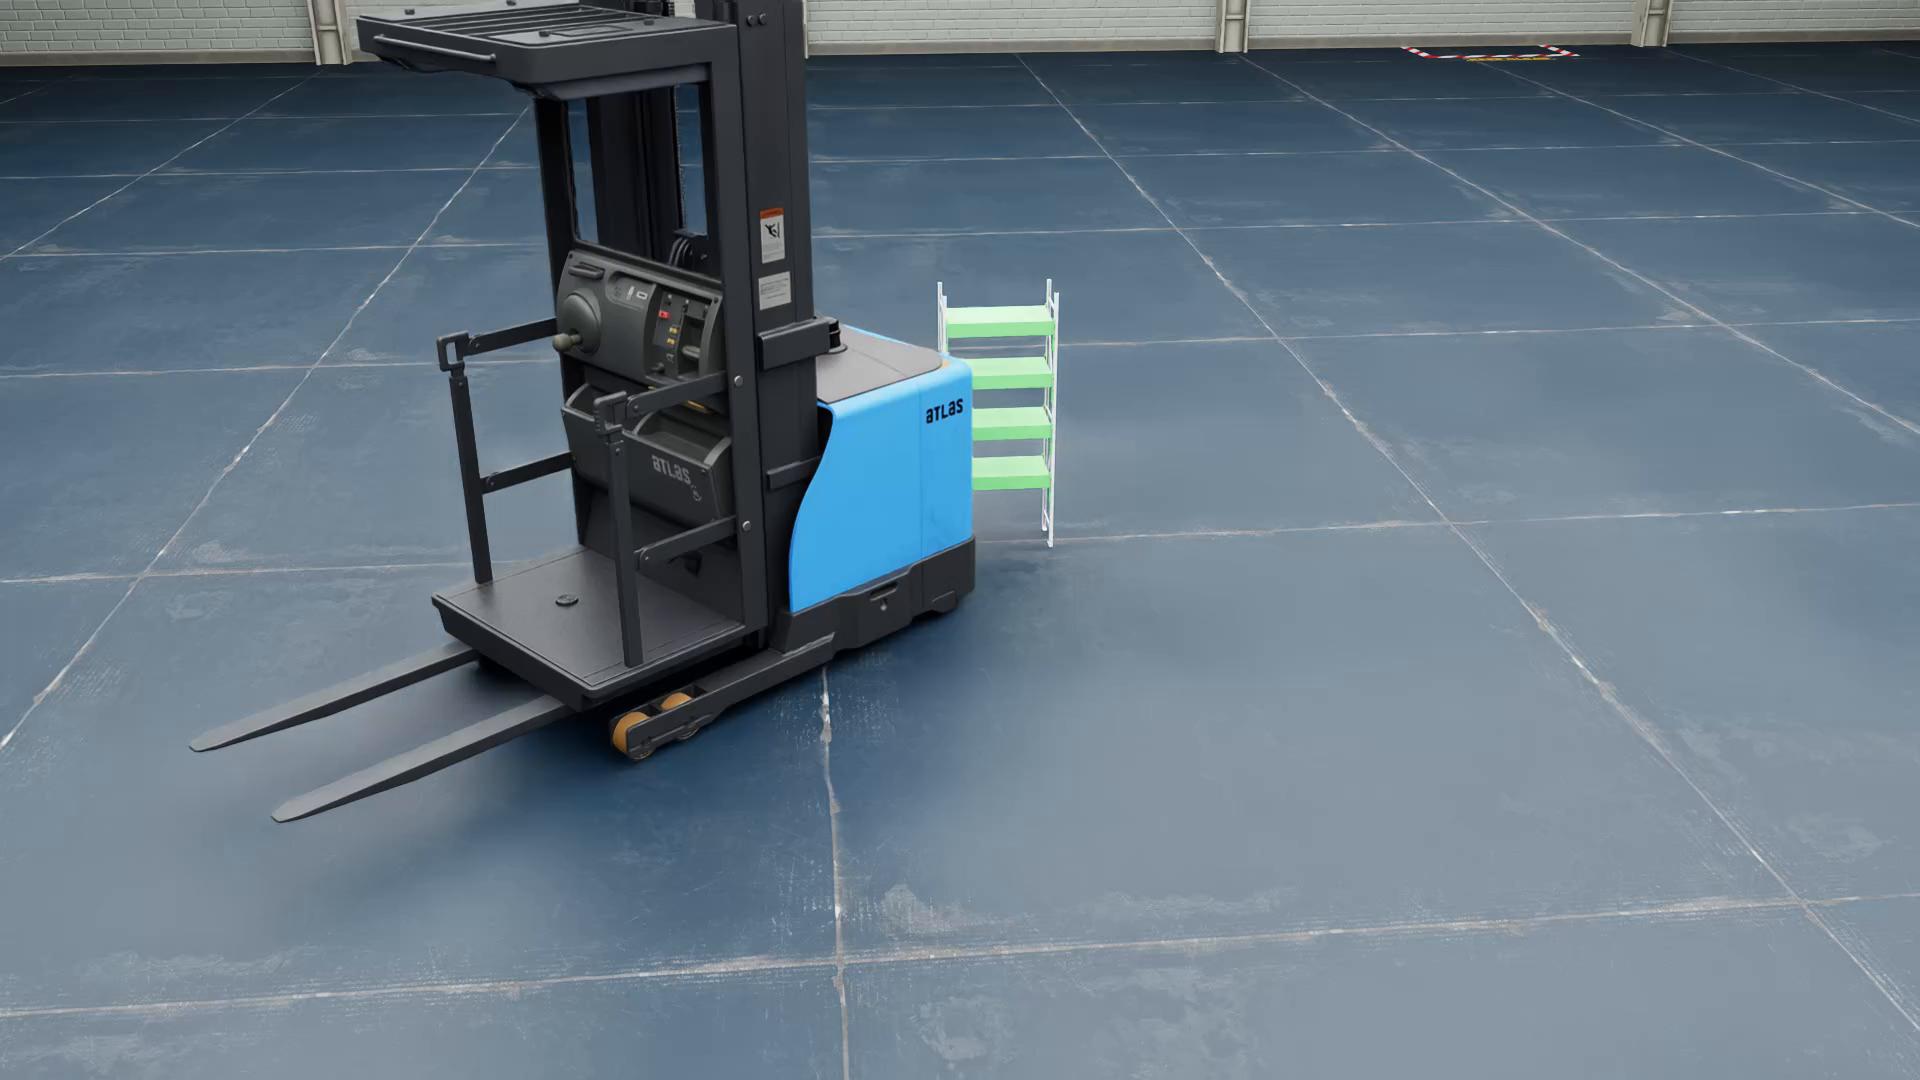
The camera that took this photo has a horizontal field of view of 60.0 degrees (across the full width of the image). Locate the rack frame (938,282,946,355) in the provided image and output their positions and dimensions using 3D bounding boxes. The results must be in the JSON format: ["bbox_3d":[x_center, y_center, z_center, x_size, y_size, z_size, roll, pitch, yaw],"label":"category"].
[{"bbox_3d":[-0.078,-0.545,7.499,0.015,1.200,0.240,-2,24,-5],"label":"rack frame"}]

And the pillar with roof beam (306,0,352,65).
[{"bbox_3d":[-7.789,-8.634,16.096,0.400,9.000,9.100,-2,24,-5],"label":"pillar with roof beam"}]

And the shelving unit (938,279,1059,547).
[{"bbox_3d":[0.165,-0.555,7.521,0.503,1.200,0.258,-2,24,-5],"label":"shelving unit"}]

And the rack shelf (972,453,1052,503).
[{"bbox_3d":[0.165,-0.277,7.645,0.480,0.148,0.258,-2,24,-5],"label":"rack shelf"}]

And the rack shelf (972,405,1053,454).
[{"bbox_3d":[0.165,-0.496,7.547,0.480,0.148,0.258,-2,24,-5],"label":"rack shelf"}]

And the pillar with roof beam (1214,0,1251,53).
[{"bbox_3d":[4.153,-9.113,17.174,0.400,9.000,9.100,-2,24,-5],"label":"pillar with roof beam"}]

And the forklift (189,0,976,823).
[{"bbox_3d":[-1.321,-0.786,5.911,1.130,2.935,3.031,22,32,40],"label":"forklift"}]

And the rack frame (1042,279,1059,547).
[{"bbox_3d":[0.408,-0.565,7.543,0.015,1.200,0.240,-2,24,-5],"label":"rack frame"}]

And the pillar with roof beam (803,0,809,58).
[{"bbox_3d":[-1.818,-8.874,16.635,0.400,9.000,9.100,-2,24,-5],"label":"pillar with roof beam"}]

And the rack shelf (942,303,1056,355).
[{"bbox_3d":[0.165,-0.935,7.352,0.480,0.148,0.258,-2,24,-5],"label":"rack shelf"}]

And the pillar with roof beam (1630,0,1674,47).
[{"bbox_3d":[10.124,-9.353,17.713,0.400,9.000,9.100,-2,24,-5],"label":"pillar with roof beam"}]

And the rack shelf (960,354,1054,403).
[{"bbox_3d":[0.165,-0.716,7.450,0.480,0.148,0.258,-2,24,-5],"label":"rack shelf"}]
